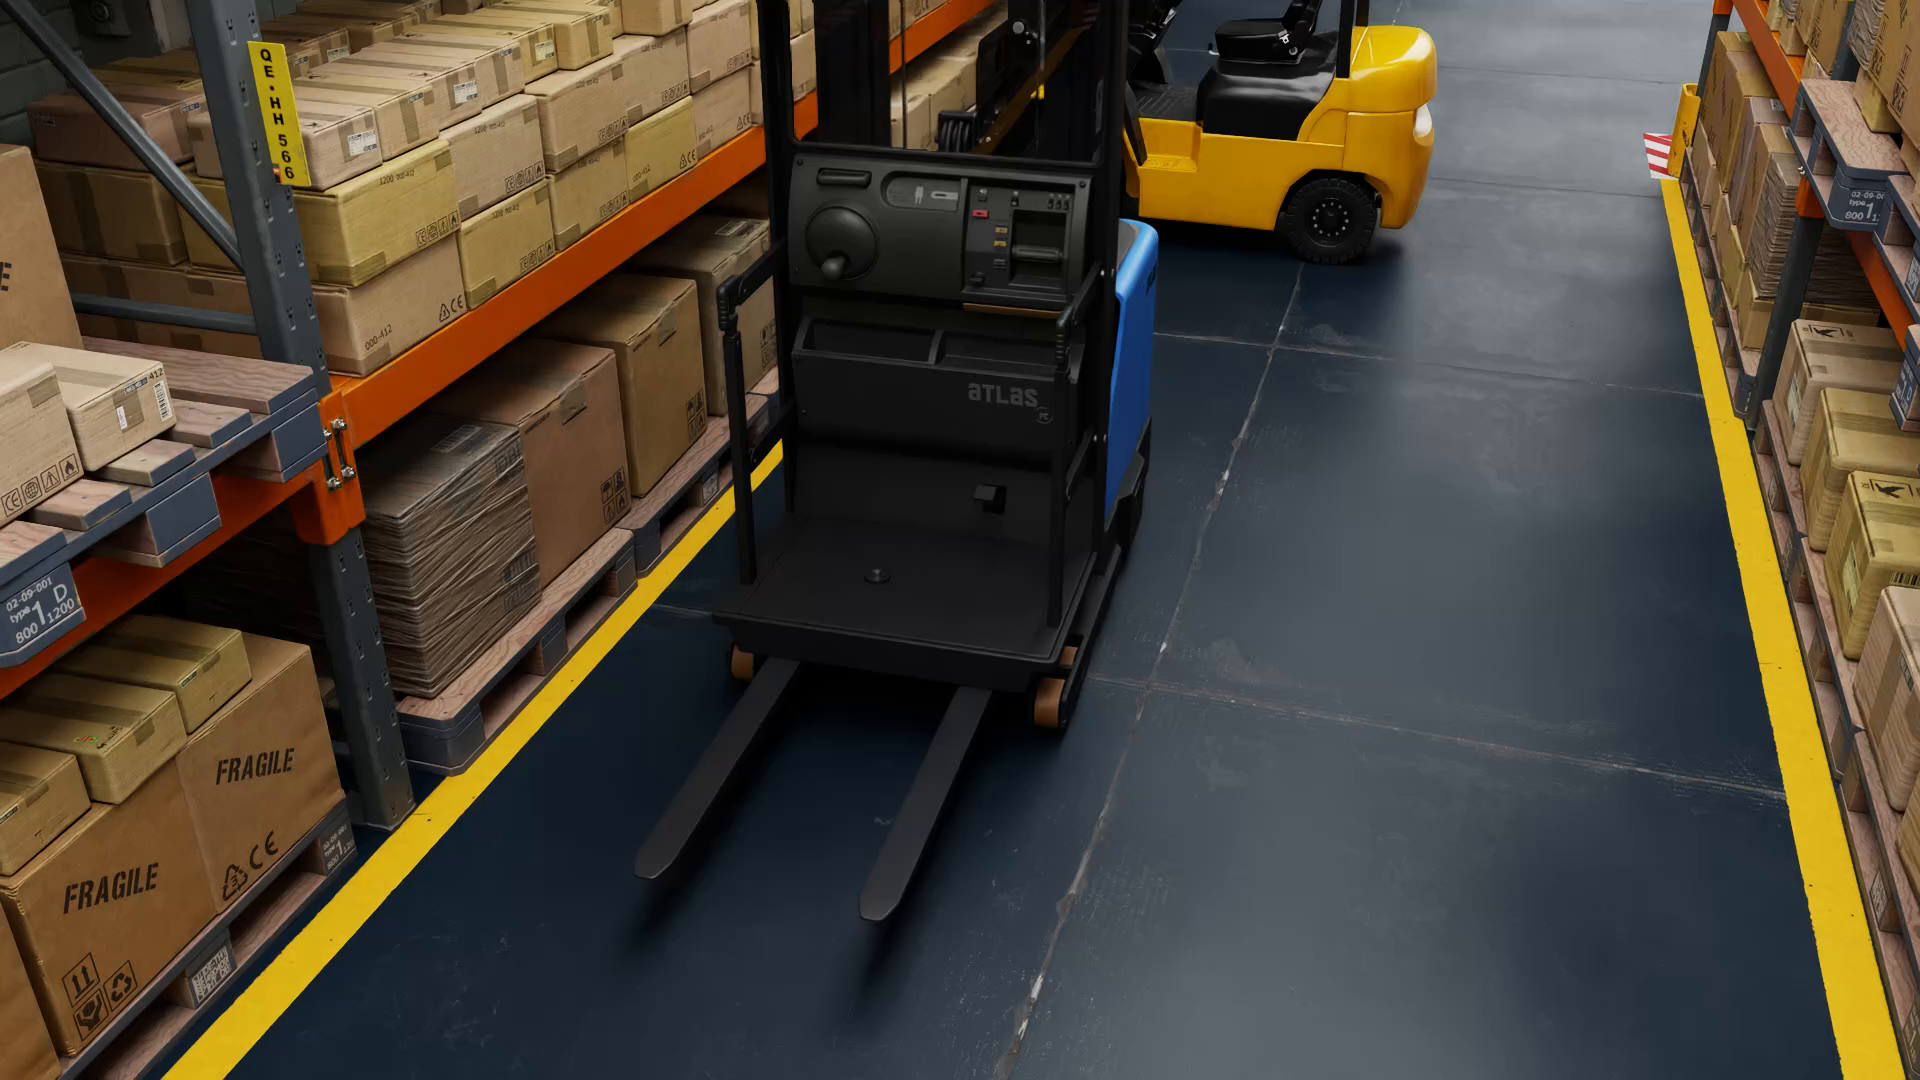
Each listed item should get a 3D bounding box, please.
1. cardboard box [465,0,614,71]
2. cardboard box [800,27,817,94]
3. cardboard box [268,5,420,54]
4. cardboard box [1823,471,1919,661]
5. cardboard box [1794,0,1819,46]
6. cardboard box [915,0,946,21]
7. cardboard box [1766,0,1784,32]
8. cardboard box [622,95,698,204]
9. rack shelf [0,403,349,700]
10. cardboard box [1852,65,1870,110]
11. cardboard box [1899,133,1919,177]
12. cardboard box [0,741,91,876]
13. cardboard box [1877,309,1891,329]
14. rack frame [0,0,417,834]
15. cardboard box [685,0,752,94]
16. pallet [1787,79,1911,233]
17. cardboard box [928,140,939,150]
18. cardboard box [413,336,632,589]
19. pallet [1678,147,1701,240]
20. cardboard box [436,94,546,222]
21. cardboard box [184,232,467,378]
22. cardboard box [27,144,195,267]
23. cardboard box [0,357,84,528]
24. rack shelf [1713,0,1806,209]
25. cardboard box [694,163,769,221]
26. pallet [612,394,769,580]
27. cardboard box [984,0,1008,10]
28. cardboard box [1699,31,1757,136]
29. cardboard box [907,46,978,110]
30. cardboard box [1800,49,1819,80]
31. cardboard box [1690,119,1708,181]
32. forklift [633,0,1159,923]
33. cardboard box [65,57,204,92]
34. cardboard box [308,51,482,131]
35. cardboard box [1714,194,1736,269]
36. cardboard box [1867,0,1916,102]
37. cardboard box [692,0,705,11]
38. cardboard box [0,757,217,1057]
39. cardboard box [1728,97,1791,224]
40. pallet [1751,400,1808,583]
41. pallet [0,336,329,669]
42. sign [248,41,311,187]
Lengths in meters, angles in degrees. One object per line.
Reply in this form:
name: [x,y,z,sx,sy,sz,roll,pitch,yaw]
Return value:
cardboard box: [-1.334,-1.606,5.282,0.380,0.149,0.250,9,30,16]
cardboard box: [-0.802,-2.094,7.082,0.500,0.250,0.500,9,30,16]
cardboard box: [-1.915,-1.563,5.203,0.380,0.149,0.250,8,30,15]
cardboard box: [3.280,0.143,5.179,0.950,0.372,0.625,10,30,17]
cardboard box: [3.879,-2.380,7.034,0.500,0.500,0.500,10,30,17]
cardboard box: [-0.387,-2.888,8.253,0.500,0.500,0.500,9,30,16]
cardboard box: [4.085,-2.519,7.952,0.380,0.149,0.250,9,30,15]
cardboard box: [-1.264,-1.392,5.821,0.500,0.250,0.500,9,30,16]
rack shelf: [-2.665,0.672,2.697,1.077,0.370,4.000,8,30,15]
cardboard box: [3.378,-1.586,5.842,0.380,0.149,0.250,9,30,16]
cardboard box: [3.170,-1.215,5.175,0.380,0.149,0.250,9,30,16]
cardboard box: [-2.151,0.567,3.618,0.380,0.149,0.250,7,30,13]
cardboard box: [4.273,-0.942,7.254,0.500,0.250,0.500,7,30,13]
rack frame: [-2.078,-0.572,4.192,1.000,3.000,0.127,8,30,15]
cardboard box: [-1.104,-1.842,6.116,0.500,0.250,0.500,9,30,16]
pallet: [3.479,-1.306,5.709,1.003,0.211,1.213,8,30,15]
cardboard box: [-0.321,-2.046,8.725,0.500,0.250,0.500,8,30,15]
cardboard box: [-1.698,-0.310,5.733,0.875,0.625,0.625,9,30,17]
pallet: [4.722,-1.957,9.550,1.003,0.211,1.213,8,30,15]
cardboard box: [-1.566,-1.129,4.833,0.500,0.250,0.500,9,30,16]
cardboard box: [-1.714,-0.678,4.537,0.500,0.250,0.500,9,30,15]
cardboard box: [-2.212,-0.973,4.554,0.500,0.250,0.500,9,30,16]
cardboard box: [-2.078,-0.153,3.162,0.500,0.250,0.500,7,30,13]
rack shelf: [4.429,-2.339,8.110,1.077,0.370,4.000,8,30,15]
cardboard box: [-1.047,-1.332,7.570,0.875,0.625,0.625,10,31,17]
pallet: [-1.439,-0.295,6.564,1.003,0.211,1.213,8,30,15]
cardboard box: [0.289,-3.212,10.306,0.500,0.250,0.500,9,30,16]
cardboard box: [4.509,-2.546,9.367,0.500,0.500,0.500,7,30,13]
cardboard box: [-0.167,-2.499,9.024,0.500,0.250,0.500,10,30,17]
cardboard box: [3.712,-1.924,6.882,0.380,0.149,0.250,9,30,16]
cardboard box: [4.515,-2.230,9.569,0.500,0.250,0.500,8,30,14]
forklift: [-0.124,-0.898,4.850,1.130,2.935,3.031,7,30,13]
cardboard box: [-2.206,-1.217,4.581,0.380,0.149,0.250,9,30,16]
cardboard box: [-1.575,-1.252,4.646,0.380,0.149,0.250,9,30,16]
cardboard box: [4.059,-1.504,8.264,0.500,0.250,0.500,9,30,16]
cardboard box: [3.284,-1.672,5.328,0.500,0.500,0.500,9,30,15]
cardboard box: [-1.139,-1.969,5.935,0.380,0.149,0.250,9,30,15]
cardboard box: [-2.154,0.795,3.874,0.500,0.500,0.500,8,30,14]
cardboard box: [4.055,-1.821,8.063,0.500,0.500,0.500,10,31,18]
pallet: [3.615,-0.144,6.291,1.003,0.211,1.213,8,30,15]
pallet: [-2.210,-0.163,3.655,1.213,0.211,1.003,8,30,15]
sign: [-1.557,-0.970,3.799,0.100,0.325,0.005,8,30,15]
